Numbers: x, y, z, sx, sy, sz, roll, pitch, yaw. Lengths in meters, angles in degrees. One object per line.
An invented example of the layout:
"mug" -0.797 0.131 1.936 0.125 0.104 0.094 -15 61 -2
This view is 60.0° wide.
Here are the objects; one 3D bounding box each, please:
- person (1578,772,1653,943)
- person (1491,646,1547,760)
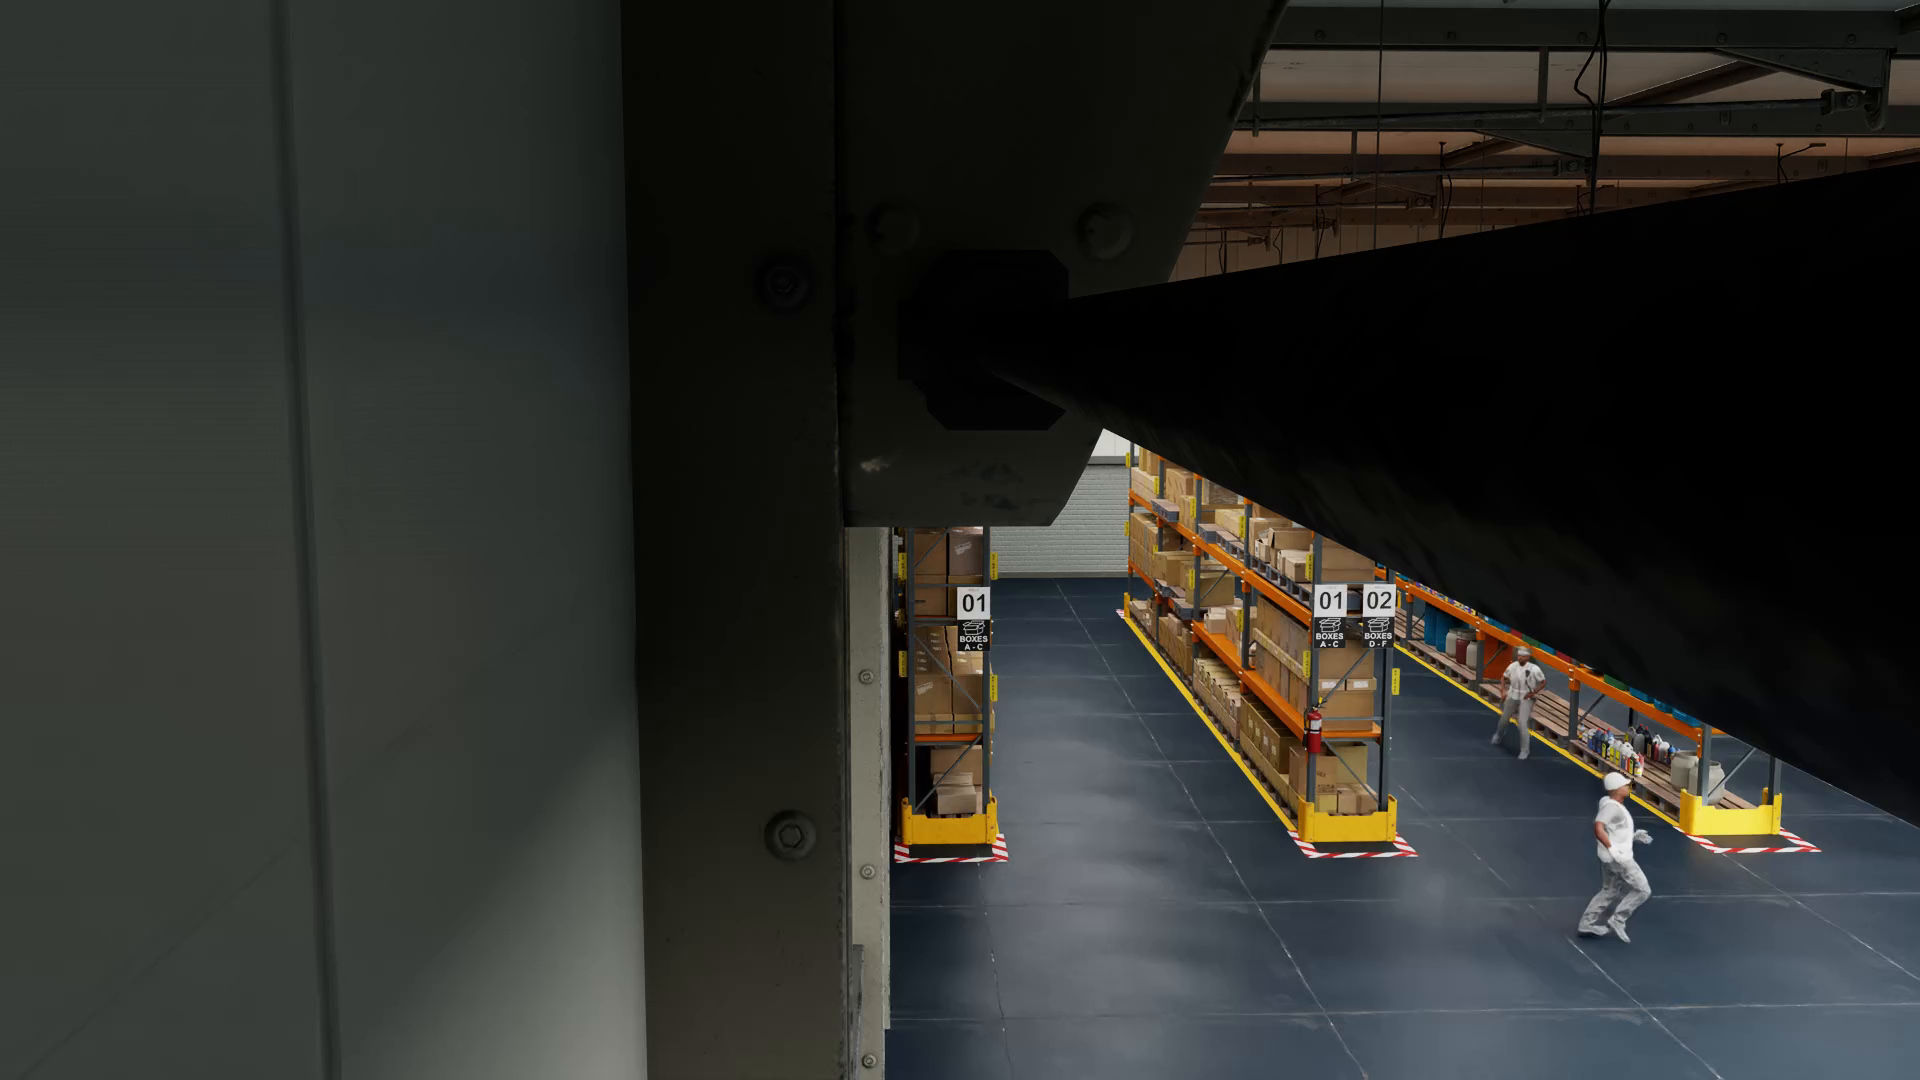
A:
"person" 6.789 3.279 17.156 0.693 1.773 0.693 2 7 12
"person" 8.268 2.385 24.715 0.780 1.685 0.653 5 9 34
